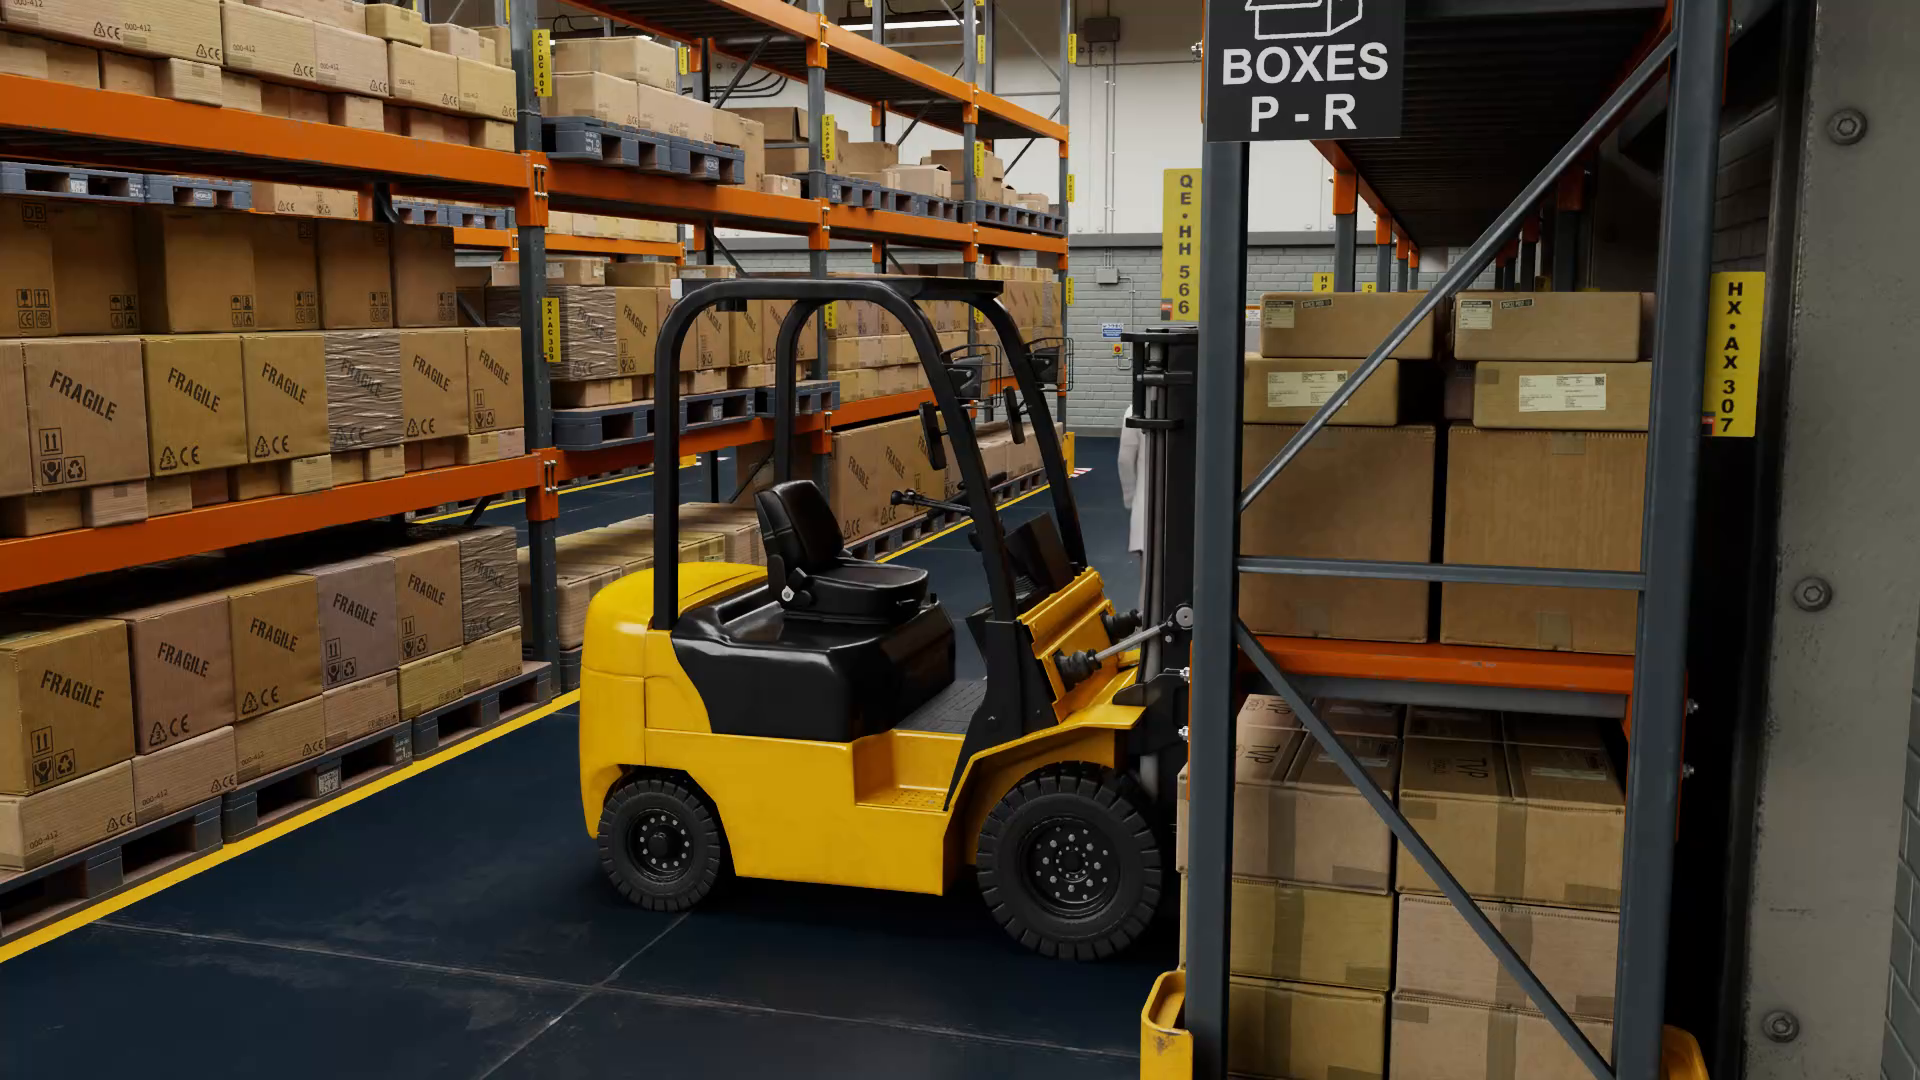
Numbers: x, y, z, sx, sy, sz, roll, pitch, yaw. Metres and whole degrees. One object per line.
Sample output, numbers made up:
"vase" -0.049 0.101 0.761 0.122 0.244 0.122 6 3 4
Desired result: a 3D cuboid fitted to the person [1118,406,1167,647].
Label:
"person" 1.195 -0.167 9.436 0.588 1.755 0.855 2 8 16
